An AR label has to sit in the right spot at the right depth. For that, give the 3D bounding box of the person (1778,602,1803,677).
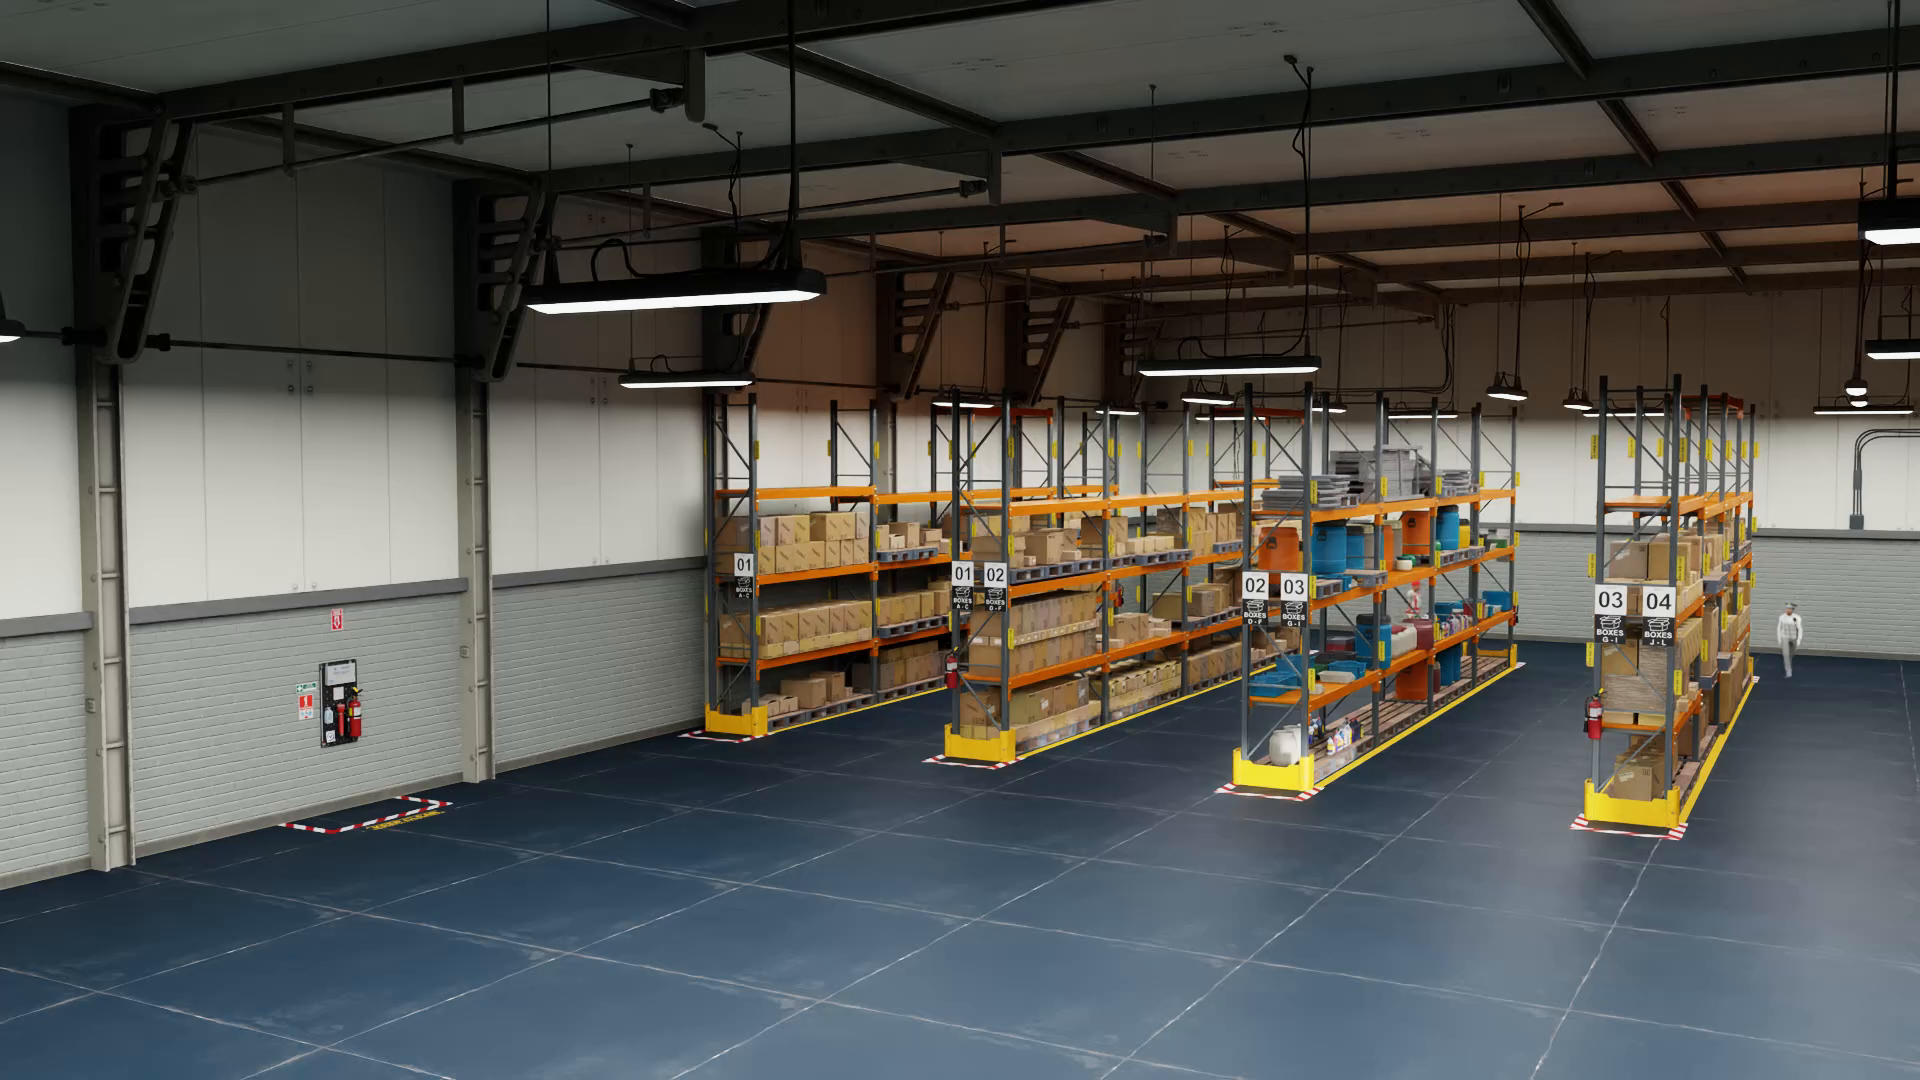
[{"bbox_3d":[18.391,2.174,36.821,0.444,1.606,1.073,1,3,13],"label":"person"}]

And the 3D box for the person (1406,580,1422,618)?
[{"bbox_3d":[11.213,1.876,41.300,0.703,1.782,0.612,3,4,42],"label":"person"}]
